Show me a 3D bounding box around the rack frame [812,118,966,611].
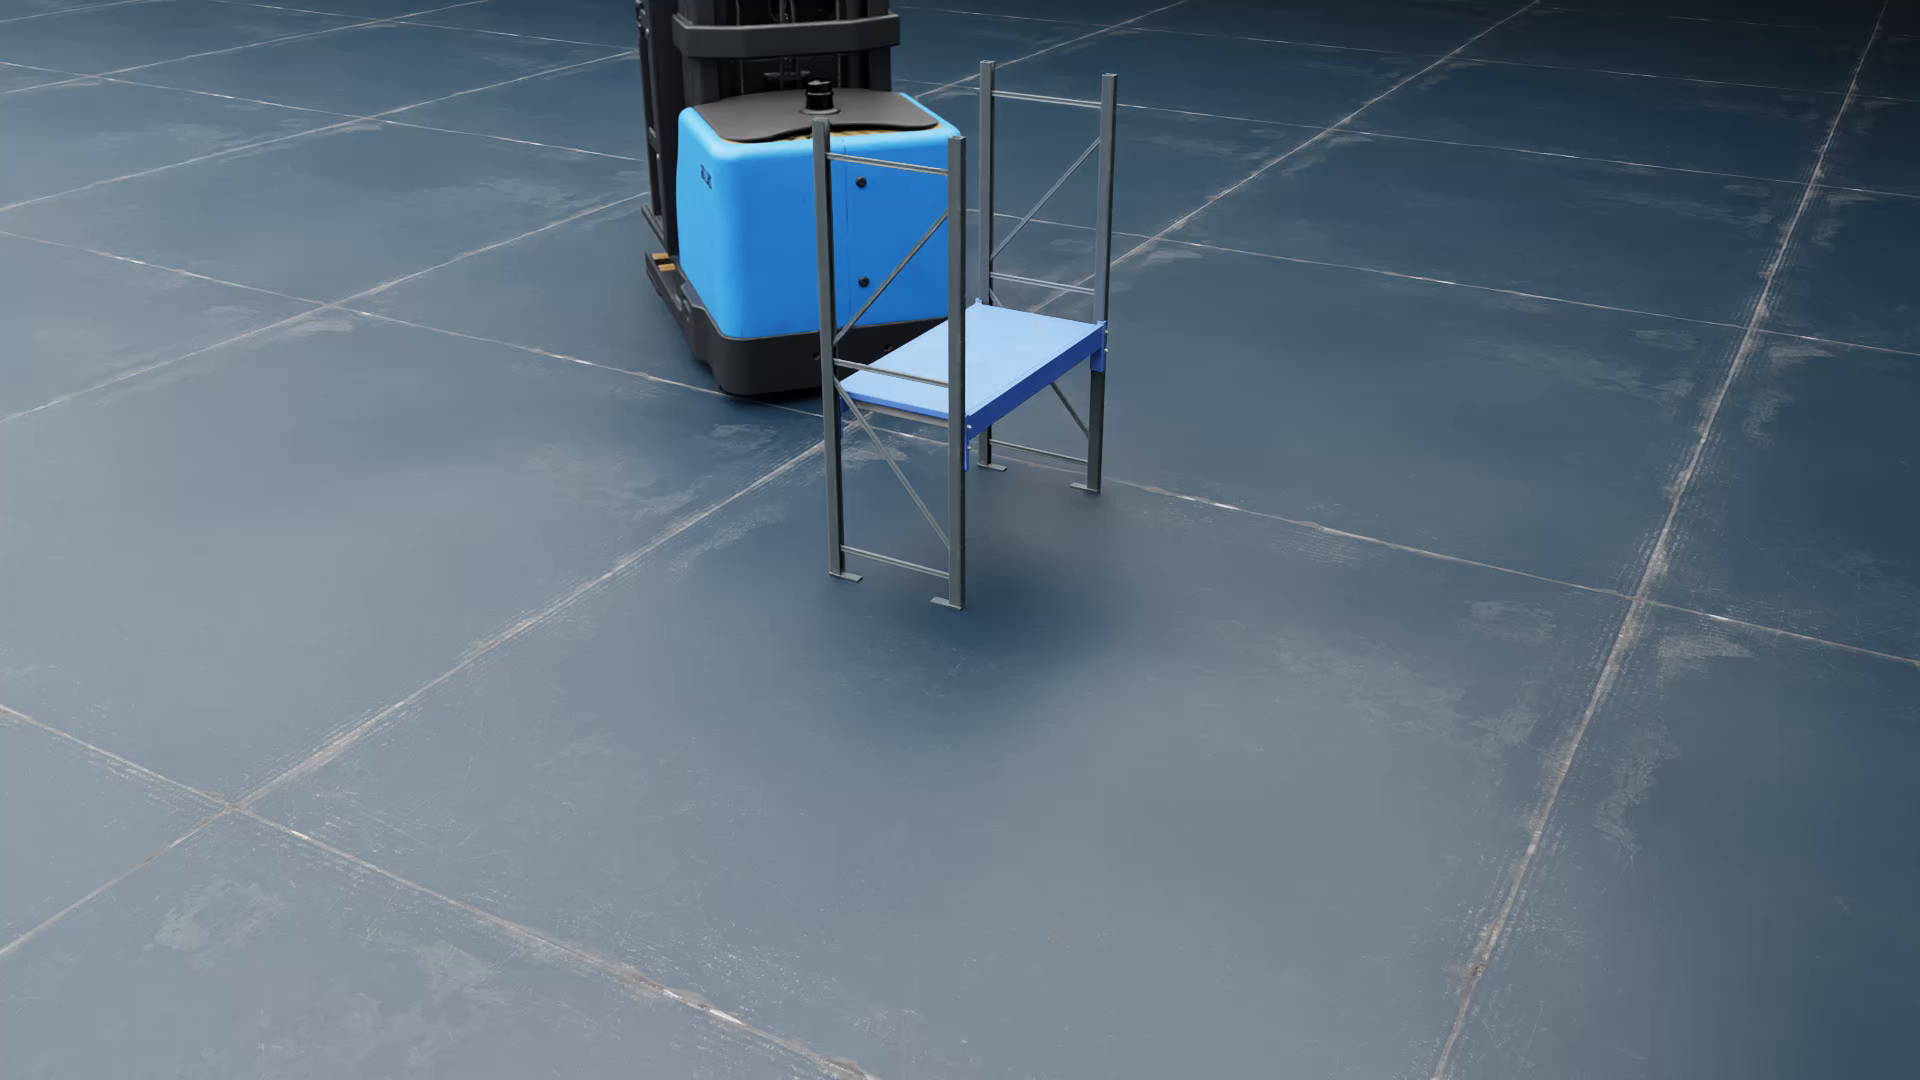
[{"bbox_3d":[-0.208,-0.506,5.085,0.500,1.500,0.032,14,30,26],"label":"rack frame"}]

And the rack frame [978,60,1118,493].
[{"bbox_3d":[0.292,-0.902,5.876,0.500,1.500,0.032,14,30,26],"label":"rack frame"}]

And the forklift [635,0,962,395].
[{"bbox_3d":[-0.926,-2.539,7.549,1.130,2.935,3.031,-9,28,-17],"label":"forklift"}]

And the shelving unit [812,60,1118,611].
[{"bbox_3d":[0.042,-0.704,5.481,0.538,1.500,1.048,14,30,26],"label":"shelving unit"}]

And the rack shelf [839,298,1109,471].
[{"bbox_3d":[0.042,-0.543,5.561,0.538,0.185,1.000,14,30,26],"label":"rack shelf"}]
